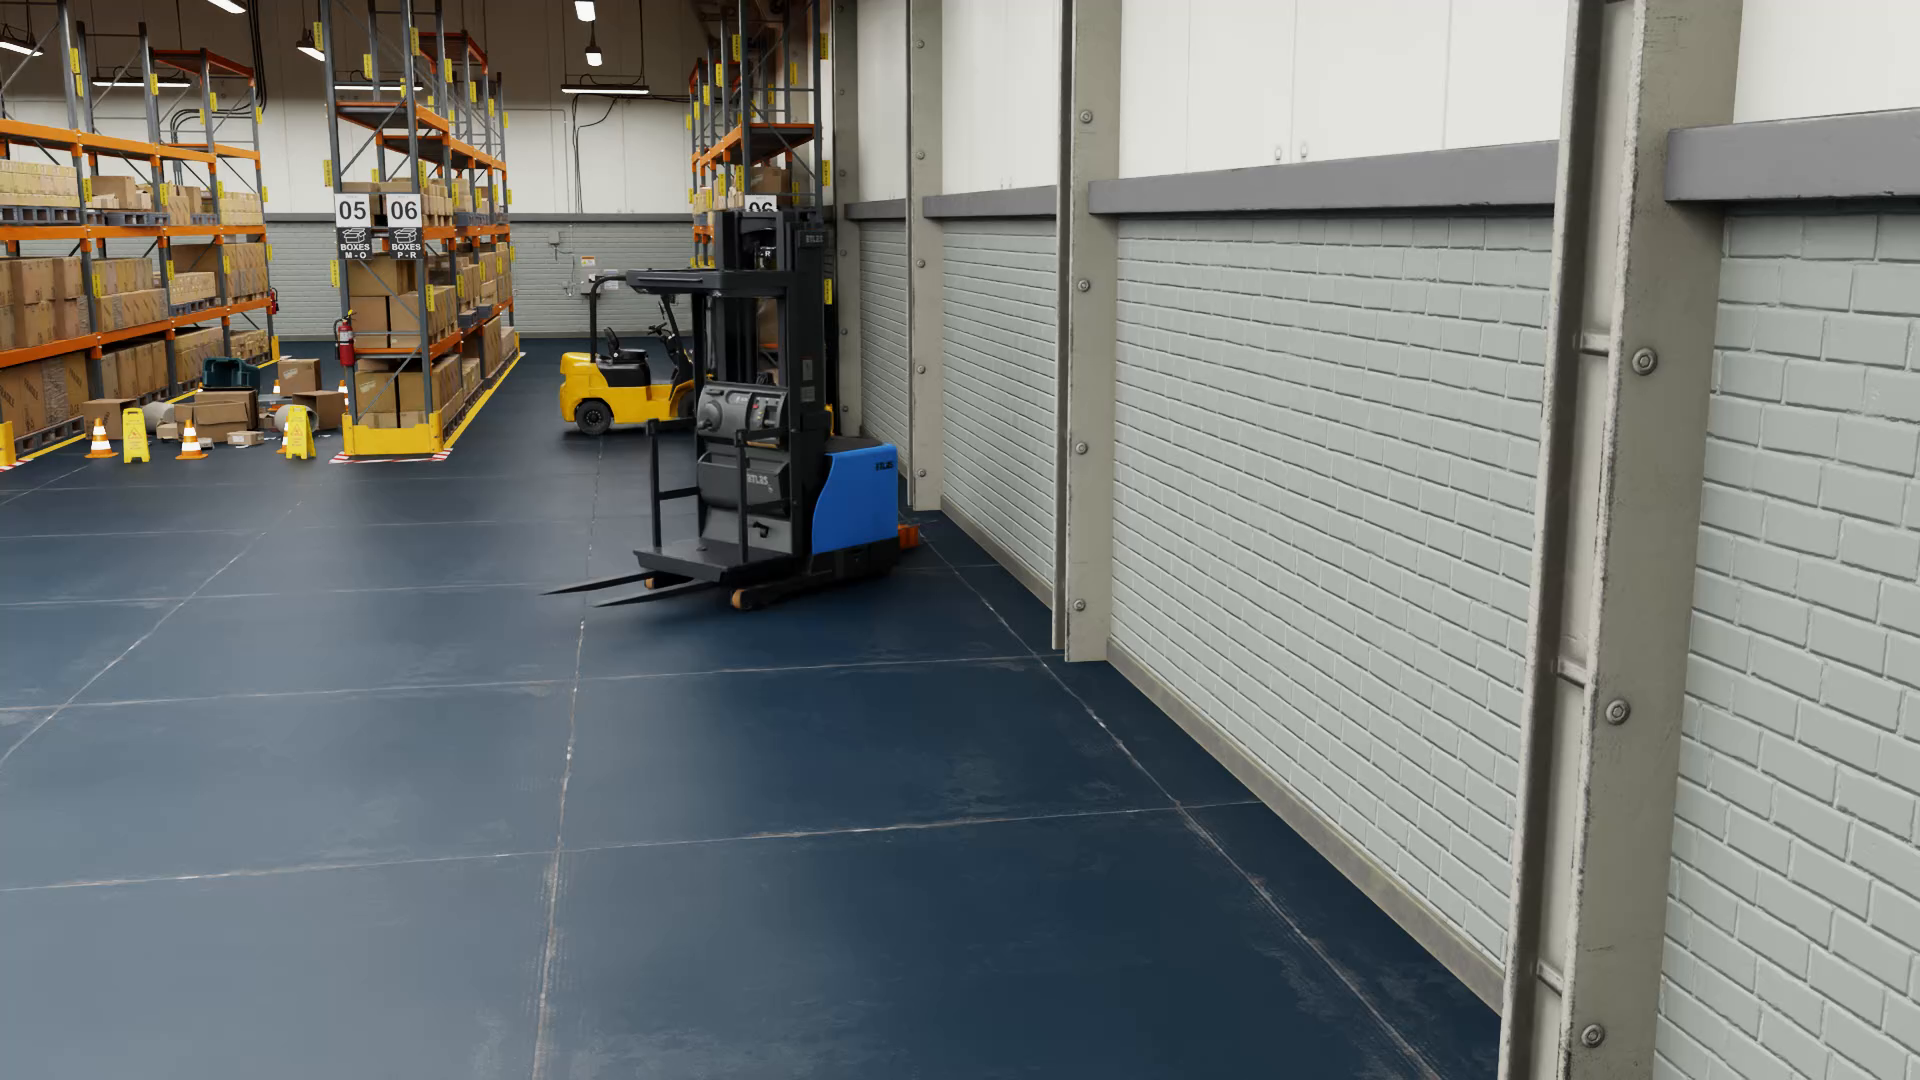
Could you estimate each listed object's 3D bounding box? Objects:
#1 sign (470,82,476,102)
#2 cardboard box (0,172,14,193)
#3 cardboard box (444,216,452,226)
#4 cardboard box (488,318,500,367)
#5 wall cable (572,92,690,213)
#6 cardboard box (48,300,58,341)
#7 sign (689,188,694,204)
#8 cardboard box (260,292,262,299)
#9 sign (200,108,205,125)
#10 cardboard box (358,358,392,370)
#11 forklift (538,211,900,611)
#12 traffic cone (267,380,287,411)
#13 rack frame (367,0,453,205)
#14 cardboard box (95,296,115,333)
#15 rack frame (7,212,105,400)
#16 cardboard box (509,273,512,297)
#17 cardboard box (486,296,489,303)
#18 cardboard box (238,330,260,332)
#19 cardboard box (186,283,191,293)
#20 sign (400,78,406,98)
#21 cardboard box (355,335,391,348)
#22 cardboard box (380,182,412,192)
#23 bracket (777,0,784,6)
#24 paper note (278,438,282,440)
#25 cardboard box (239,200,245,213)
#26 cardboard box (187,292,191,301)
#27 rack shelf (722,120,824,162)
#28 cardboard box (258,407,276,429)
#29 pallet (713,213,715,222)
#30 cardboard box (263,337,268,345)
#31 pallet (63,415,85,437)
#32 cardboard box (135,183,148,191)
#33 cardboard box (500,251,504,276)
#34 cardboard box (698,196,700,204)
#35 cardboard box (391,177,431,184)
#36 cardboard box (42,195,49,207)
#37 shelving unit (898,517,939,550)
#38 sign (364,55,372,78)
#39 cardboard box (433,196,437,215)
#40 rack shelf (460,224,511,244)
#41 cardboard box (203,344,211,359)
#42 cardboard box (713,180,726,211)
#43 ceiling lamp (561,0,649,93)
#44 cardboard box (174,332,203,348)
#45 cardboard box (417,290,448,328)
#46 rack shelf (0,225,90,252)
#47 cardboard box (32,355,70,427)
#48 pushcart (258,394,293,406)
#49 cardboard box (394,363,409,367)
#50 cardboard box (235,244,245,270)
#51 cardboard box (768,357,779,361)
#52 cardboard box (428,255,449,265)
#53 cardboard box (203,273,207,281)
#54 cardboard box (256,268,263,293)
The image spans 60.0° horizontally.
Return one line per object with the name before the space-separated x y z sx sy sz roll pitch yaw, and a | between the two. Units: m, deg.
sign | -8.160 -7.503 27.840 0.100 0.325 0.005 -2 11 -11
cardboard box | -11.912 -4.363 20.291 0.500 0.250 0.500 -2 11 -12
cardboard box | -7.551 -4.606 24.025 0.380 0.149 0.250 -2 11 -11
cardboard box | -9.086 -3.657 30.945 0.875 0.875 0.875 -2 11 -9
wall cable | -8.151 -9.624 41.591 2.988 3.039 0.133 -2 11 -11
cardboard box | -12.546 -2.908 22.049 0.875 0.550 0.550 -2 11 -11
sign | -5.910 -7.568 36.577 0.100 0.325 0.005 -2 11 -11
cardboard box | -14.730 -5.085 34.565 0.380 0.149 0.250 -2 11 -11
sign | -15.614 -8.731 34.289 0.100 0.325 0.005 -2 11 -11
cardboard box | -7.683 -2.314 21.824 0.380 0.149 0.250 -2 11 -9
forklift | -1.824 -1.017 12.701 1.130 2.935 3.031 9 14 39
traffic cone | -10.564 -2.250 25.781 0.336 0.463 0.334 -2 11 -11
rack frame | -7.912 -6.250 23.967 1.000 3.000 0.127 -2 11 -11
cardboard box | -12.586 -3.260 24.034 0.500 0.500 0.500 -2 11 -10
rack frame | -12.748 -3.105 23.485 1.000 3.000 0.127 -2 11 -11
cardboard box | -9.893 -5.474 35.668 0.500 0.500 0.500 -2 11 -11
cardboard box | -8.752 -4.252 29.914 0.500 0.250 0.500 -2 11 -9
cardboard box | -14.738 -4.267 34.505 0.380 0.149 0.250 -2 11 -10
cardboard box | -13.675 -4.399 29.041 0.380 0.149 0.250 -2 11 -12
sign | -9.234 -7.500 27.610 0.100 0.325 0.005 -2 11 -11
cardboard box | -7.417 -2.507 21.017 0.380 0.149 0.250 -2 11 -9
cardboard box | -7.003 -4.384 20.724 0.380 0.149 0.250 -2 11 -11
bracket | -2.447 -8.162 24.386 0.076 0.066 4.783 -2 11 -11
paper note | -9.113 -1.352 22.270 0.032 0.001 0.123 -2 11 -11
cardboard box | -14.458 -6.595 32.865 0.500 0.250 0.500 -3 11 -13
cardboard box | -13.675 -4.254 29.071 0.380 0.149 0.250 -2 11 -10
rack shelf | -2.655 -5.515 23.097 1.077 0.370 4.000 -2 11 -11
cardboard box | -9.859 -1.732 23.589 0.396 0.266 0.258 9 14 38
pallet | -3.602 -5.477 28.435 1.213 0.211 1.003 -2 11 -8
cardboard box | -14.699 -4.171 34.794 0.380 0.149 0.250 -2 11 -13
pallet | -12.677 -1.592 22.998 1.003 0.211 1.213 -2 11 -11
cardboard box | -14.130 -6.037 28.554 0.396 0.266 0.258 -2 11 -11
cardboard box | -9.504 -5.594 33.623 0.500 0.500 0.500 -2 11 -10
cardboard box | -4.843 -6.538 31.988 0.380 0.149 0.250 -2 11 -12
cardboard box | -8.150 -5.256 24.710 0.500 0.250 0.500 -2 11 -10
cardboard box | -12.114 -4.421 21.662 0.380 0.149 0.250 -2 11 -12
shelving unit | -0.645 -0.011 14.727 0.258 0.189 1.200 8 14 36
sign | -8.455 -6.766 23.753 0.100 0.325 0.005 -2 11 -11
cardboard box | -7.184 -4.404 21.895 0.500 0.250 0.500 -2 11 -9
rack shelf | -9.857 -6.257 33.951 1.077 0.370 4.000 -2 11 -11
cardboard box | -13.718 -3.235 29.734 0.500 0.500 0.500 -2 11 -12
cardboard box | -3.920 -5.854 28.252 0.500 0.500 0.500 -2 11 -11
ceiling lamp | -8.183 -11.907 38.075 2.000 3.185 0.800 -2 11 -11
cardboard box | -13.605 -3.504 29.142 0.500 0.250 0.500 -2 11 -11
cardboard box | -7.265 -3.143 22.624 0.500 0.500 0.500 -2 11 -12
rack shelf | -12.359 -3.858 21.345 1.077 0.370 4.000 -2 11 -11
cardboard box | -12.515 -1.984 22.157 0.875 0.875 0.875 -2 11 -11
pushcart | -10.139 -1.923 24.290 1.648 0.377 0.936 -6 13 -31
cardboard box | -7.742 -2.119 22.534 0.500 0.500 0.500 -2 11 -12
cardboard box | -14.336 -5.538 32.533 0.500 0.500 0.500 -2 11 -10
cardboard box | -2.454 -2.470 23.709 0.500 0.250 0.500 -2 11 -12
cardboard box | -9.047 -4.662 28.728 0.500 0.500 0.500 -2 11 -13
cardboard box | -13.933 -4.784 30.265 0.380 0.149 0.250 -2 11 -13
cardboard box | -14.647 -5.333 34.130 0.500 0.500 0.500 -2 11 -12
